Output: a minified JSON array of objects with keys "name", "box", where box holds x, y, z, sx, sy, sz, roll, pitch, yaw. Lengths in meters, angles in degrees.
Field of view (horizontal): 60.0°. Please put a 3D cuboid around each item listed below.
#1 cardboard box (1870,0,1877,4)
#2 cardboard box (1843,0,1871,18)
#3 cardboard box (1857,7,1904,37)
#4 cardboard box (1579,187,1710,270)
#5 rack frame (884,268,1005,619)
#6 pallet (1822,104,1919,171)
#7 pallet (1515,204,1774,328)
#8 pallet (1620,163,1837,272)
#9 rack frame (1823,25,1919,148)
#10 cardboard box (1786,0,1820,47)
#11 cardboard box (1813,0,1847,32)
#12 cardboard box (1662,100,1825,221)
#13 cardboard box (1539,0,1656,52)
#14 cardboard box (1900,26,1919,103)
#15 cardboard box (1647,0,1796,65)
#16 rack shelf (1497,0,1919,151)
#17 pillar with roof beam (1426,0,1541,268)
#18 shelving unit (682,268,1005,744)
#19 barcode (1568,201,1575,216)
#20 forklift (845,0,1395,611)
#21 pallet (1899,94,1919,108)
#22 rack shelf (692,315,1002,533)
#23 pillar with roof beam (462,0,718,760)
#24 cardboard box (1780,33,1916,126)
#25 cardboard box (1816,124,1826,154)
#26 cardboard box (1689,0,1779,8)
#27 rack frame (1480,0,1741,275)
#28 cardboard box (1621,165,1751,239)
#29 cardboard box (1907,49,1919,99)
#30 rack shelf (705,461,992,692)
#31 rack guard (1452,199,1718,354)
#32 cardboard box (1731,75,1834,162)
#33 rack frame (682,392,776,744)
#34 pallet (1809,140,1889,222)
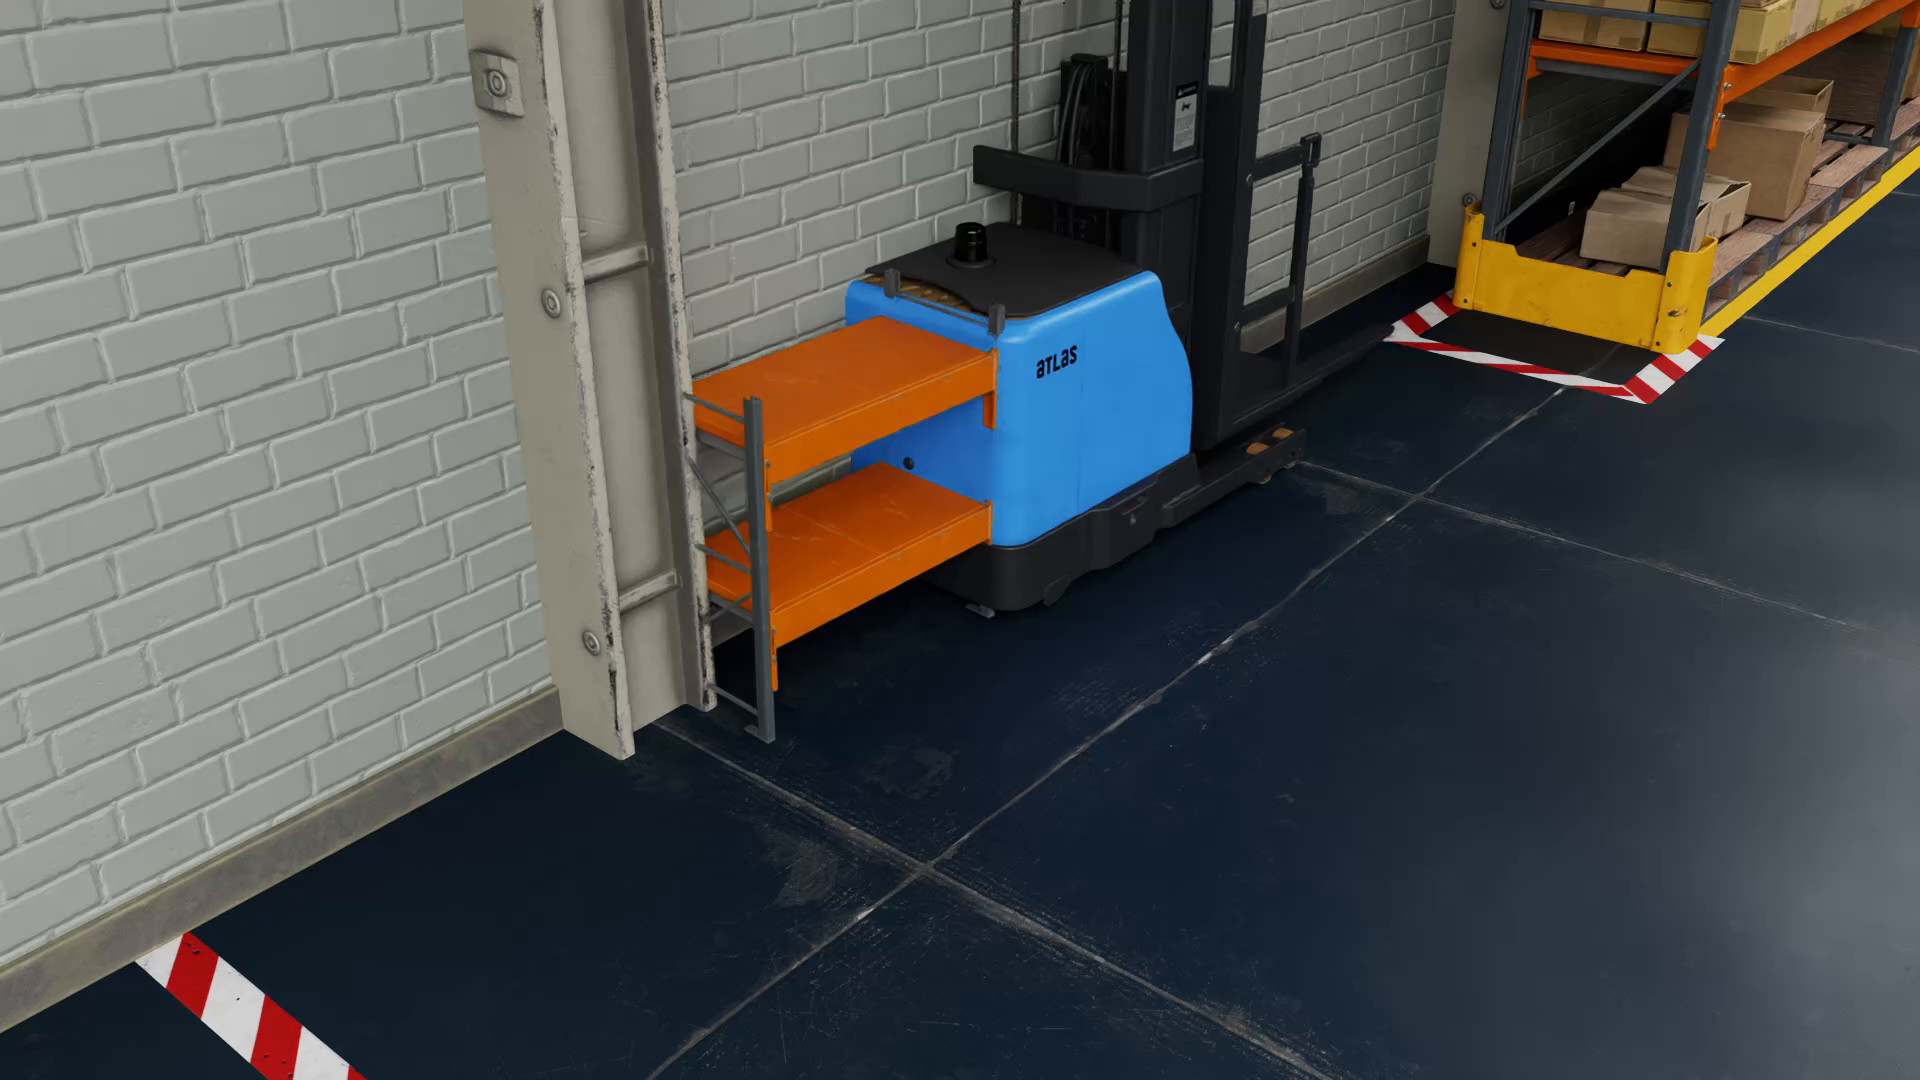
[{"name":"cardboard box","box":[4.880,-3.161,9.237,0.500,0.250,0.500,21,34,34]},{"name":"cardboard box","box":[4.561,-2.982,8.891,0.500,0.250,0.500,21,34,35]},{"name":"cardboard box","box":[6.311,-3.673,11.511,0.500,0.250,0.500,20,33,33]},{"name":"cardboard box","box":[3.544,-1.634,8.591,0.500,0.311,0.500,17,32,29]},{"name":"rack frame","box":[-0.065,-0.313,5.587,0.500,1.125,0.032,24,36,35]},{"name":"pallet","box":[6.072,-2.870,11.568,1.003,0.211,1.213,21,34,34]},{"name":"pallet","box":[3.626,-1.480,8.881,1.003,0.211,1.213,21,34,34]},{"name":"pallet","box":[4.403,-1.911,9.713,1.003,0.211,1.213,21,34,34]},{"name":"rack frame","box":[5.578,-3.832,10.393,1.000,3.000,0.127,21,34,34]},{"name":"cardboard box","box":[3.909,-2.625,8.200,0.500,0.250,0.500,20,33,33]},{"name":"cardboard box","box":[4.237,-2.803,8.546,0.500,0.250,0.500,20,34,34]},{"name":"cardboard box","box":[4.411,-2.166,9.413,0.700,0.500,0.500,18,33,31]},{"name":"cardboard box","box":[3.182,-2.578,8.111,0.500,0.250,0.500,21,34,35]},{"name":"cardboard box","box":[6.324,-3.381,11.762,0.700,0.500,0.500,20,33,33]},{"name":"cardboard box","box":[3.589,-2.436,7.836,0.500,0.250,0.500,20,33,33]},{"name":"rack shelf","box":[4.306,-2.803,9.187,1.077,0.370,4.000,21,34,34]},{"name":"pillar with roof beam","box":[6.134,-4.321,4.809,9.100,9.000,0.400,21,34,34]},{"name":"shelving unit","box":[-0.405,-0.139,5.252,0.538,1.125,1.048,24,36,35]},{"name":"barcode","box":[3.246,-1.761,8.828,0.001,0.075,0.075,21,34,34]},{"name":"forklift","box":[0.765,-1.661,6.271,1.130,2.935,3.031,22,34,35]},{"name":"pallet","box":[6.848,-3.304,12.408,1.003,0.211,1.213,21,34,34]},{"name":"rack shelf","box":[-0.399,-0.396,5.112,0.538,0.278,1.000,24,36,35]},{"name":"pillar with roof beam","box":[2.317,-2.194,0.697,9.100,9.000,0.400,21,34,34]},{"name":"cardboard box","box":[6.034,-3.183,11.380,0.700,0.500,0.500,22,35,36]},{"name":"cardboard box","box":[5.261,-2.571,10.559,0.380,0.166,0.250,16,31,28]},{"name":"cardboard box","box":[3.570,-2.771,7.666,0.500,0.500,0.500,21,34,34]},{"name":"rack frame","box":[3.034,-2.414,7.651,1.000,3.000,0.127,21,34,34]},{"name":"cardboard box","box":[3.906,-1.836,8.982,0.500,0.311,0.500,24,36,38]},{"name":"cardboard box","box":[6.679,-3.550,12.089,0.700,0.500,0.500,21,34,35]},{"name":"rack shelf","box":[-0.410,0.076,5.368,0.538,0.278,1.000,24,36,35]},{"name":"rack guard","box":[3.082,-1.330,8.278,1.175,0.500,0.348,21,34,34]},{"name":"cardboard box","box":[4.949,-2.537,10.132,0.500,0.500,0.500,18,32,31]},{"name":"rack frame","box":[-0.744,0.035,4.916,0.500,1.125,0.032,24,36,35]},{"name":"pallet","box":[5.178,-2.345,10.553,1.003,0.211,1.213,21,34,34]}]
